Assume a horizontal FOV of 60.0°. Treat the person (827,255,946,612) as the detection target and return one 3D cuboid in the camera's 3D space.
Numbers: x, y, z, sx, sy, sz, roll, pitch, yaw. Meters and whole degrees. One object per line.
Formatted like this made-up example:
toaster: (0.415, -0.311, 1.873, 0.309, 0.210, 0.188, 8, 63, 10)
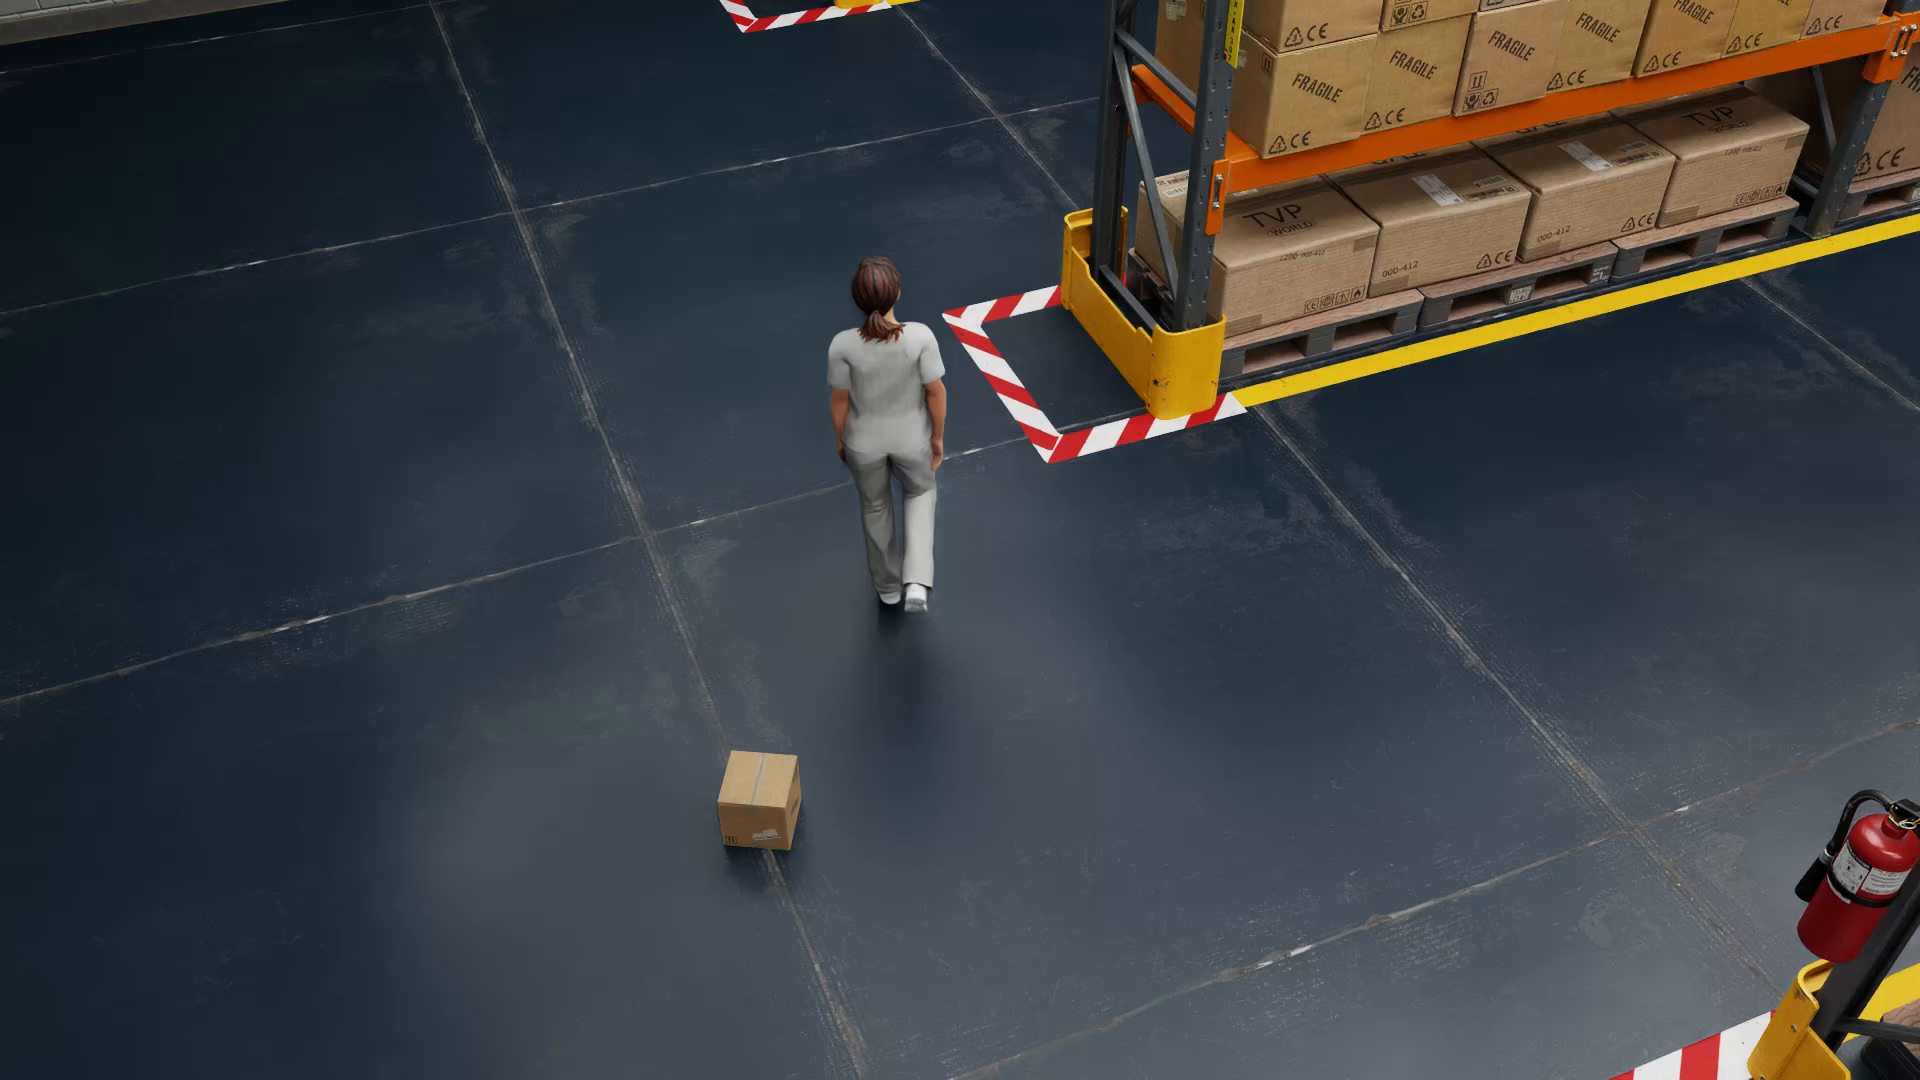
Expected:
person: (-0.275, -0.355, 6.524, 0.452, 1.660, 0.566, -5, 42, -5)
